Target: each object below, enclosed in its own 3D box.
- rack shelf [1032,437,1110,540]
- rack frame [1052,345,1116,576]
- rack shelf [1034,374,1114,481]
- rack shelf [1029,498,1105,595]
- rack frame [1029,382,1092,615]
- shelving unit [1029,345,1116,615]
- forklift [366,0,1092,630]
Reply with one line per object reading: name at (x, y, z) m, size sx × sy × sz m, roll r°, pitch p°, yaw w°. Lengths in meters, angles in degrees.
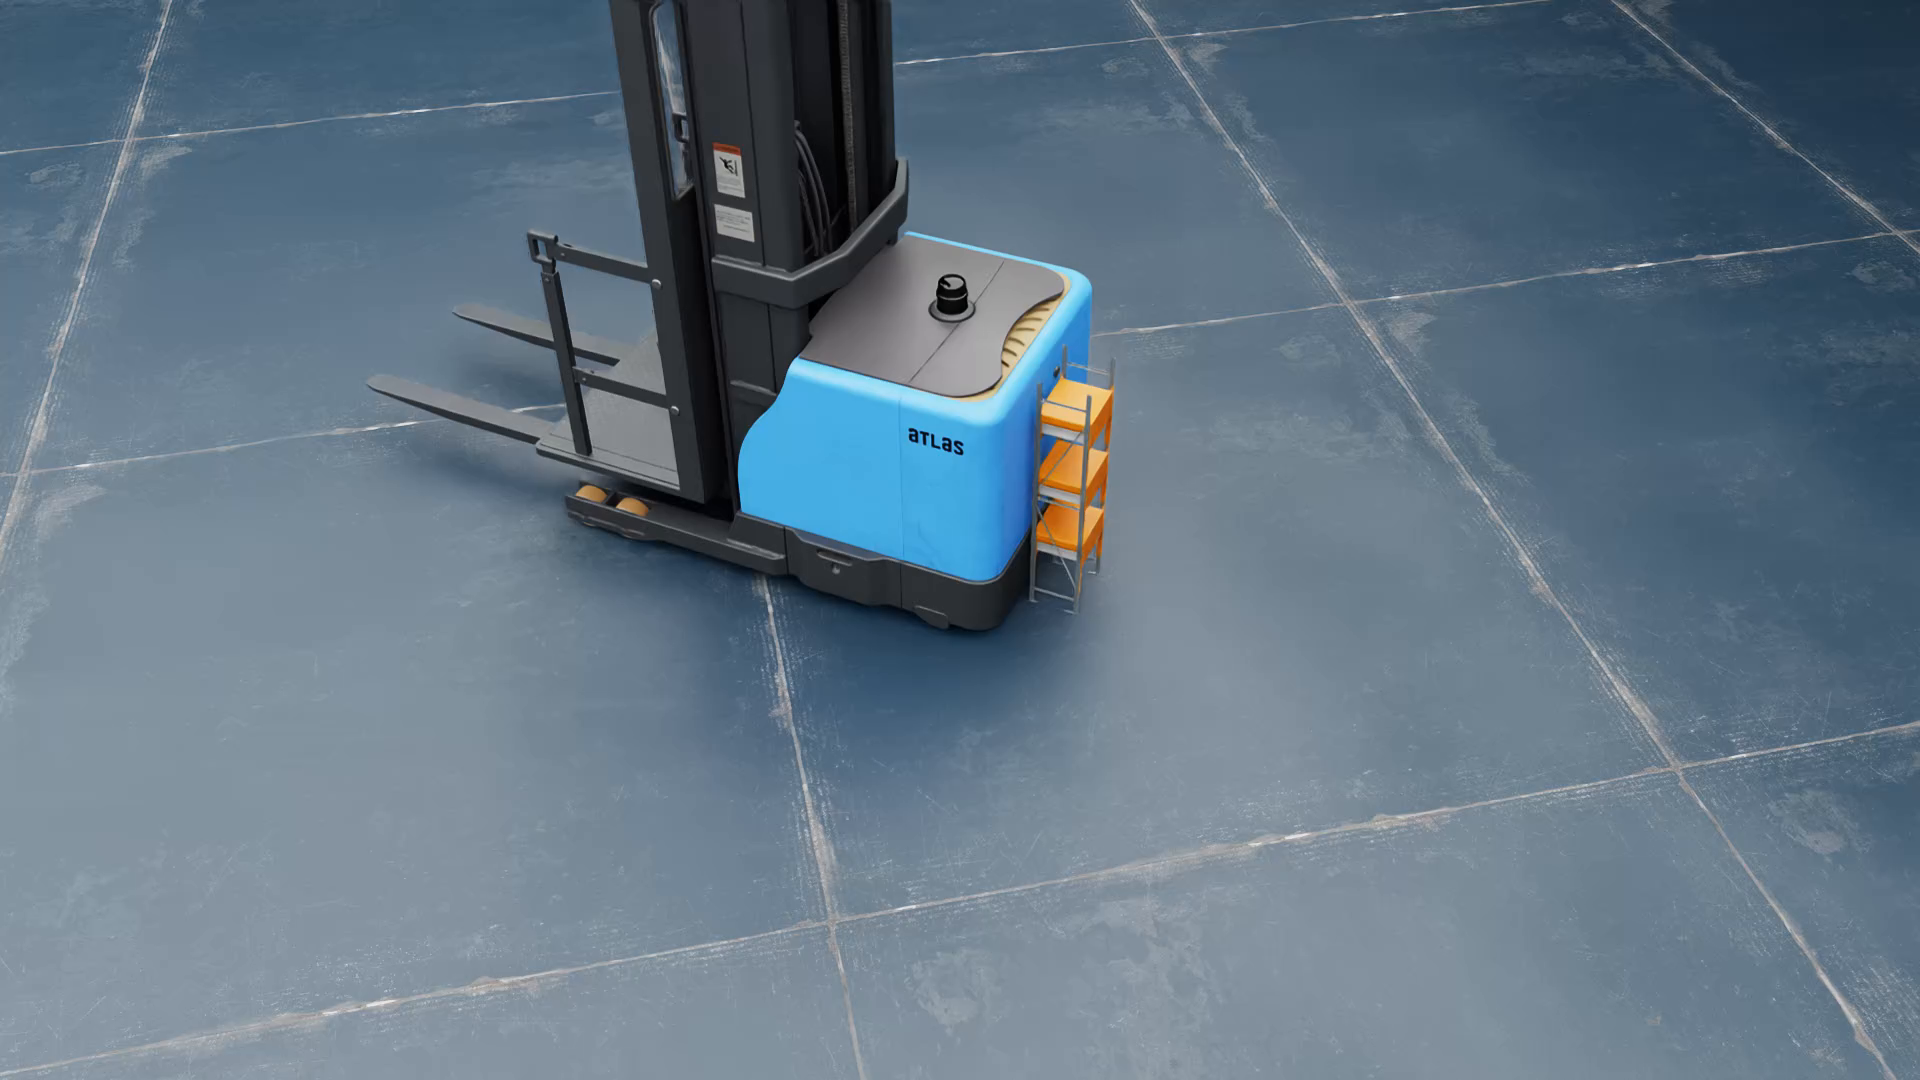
rack shelf at (0.411, -0.196, 6.196) m, size 0.215 × 0.259 × 0.240 m, roll 16°, pitch 44°, yaw 18°
rack frame at (0.461, -0.278, 6.273) m, size 0.200 × 1.050 × 0.008 m, roll 16°, pitch 44°, yaw 18°
rack shelf at (0.411, -0.408, 6.008) m, size 0.215 × 0.259 × 0.240 m, roll 16°, pitch 44°, yaw 18°
rack shelf at (0.411, 0.012, 6.381) m, size 0.215 × 0.259 × 0.240 m, roll 16°, pitch 44°, yaw 18°
rack frame at (0.362, -0.130, 6.106) m, size 0.200 × 1.050 × 0.008 m, roll 16°, pitch 44°, yaw 18°
shelving unit at (0.411, -0.204, 6.189) m, size 0.215 × 1.050 × 0.252 m, roll 16°, pitch 44°, yaw 18°
forklift at (-1.050, -1.404, 6.123) m, size 3.031 × 2.935 × 1.130 m, roll 16°, pitch 44°, yaw 18°
